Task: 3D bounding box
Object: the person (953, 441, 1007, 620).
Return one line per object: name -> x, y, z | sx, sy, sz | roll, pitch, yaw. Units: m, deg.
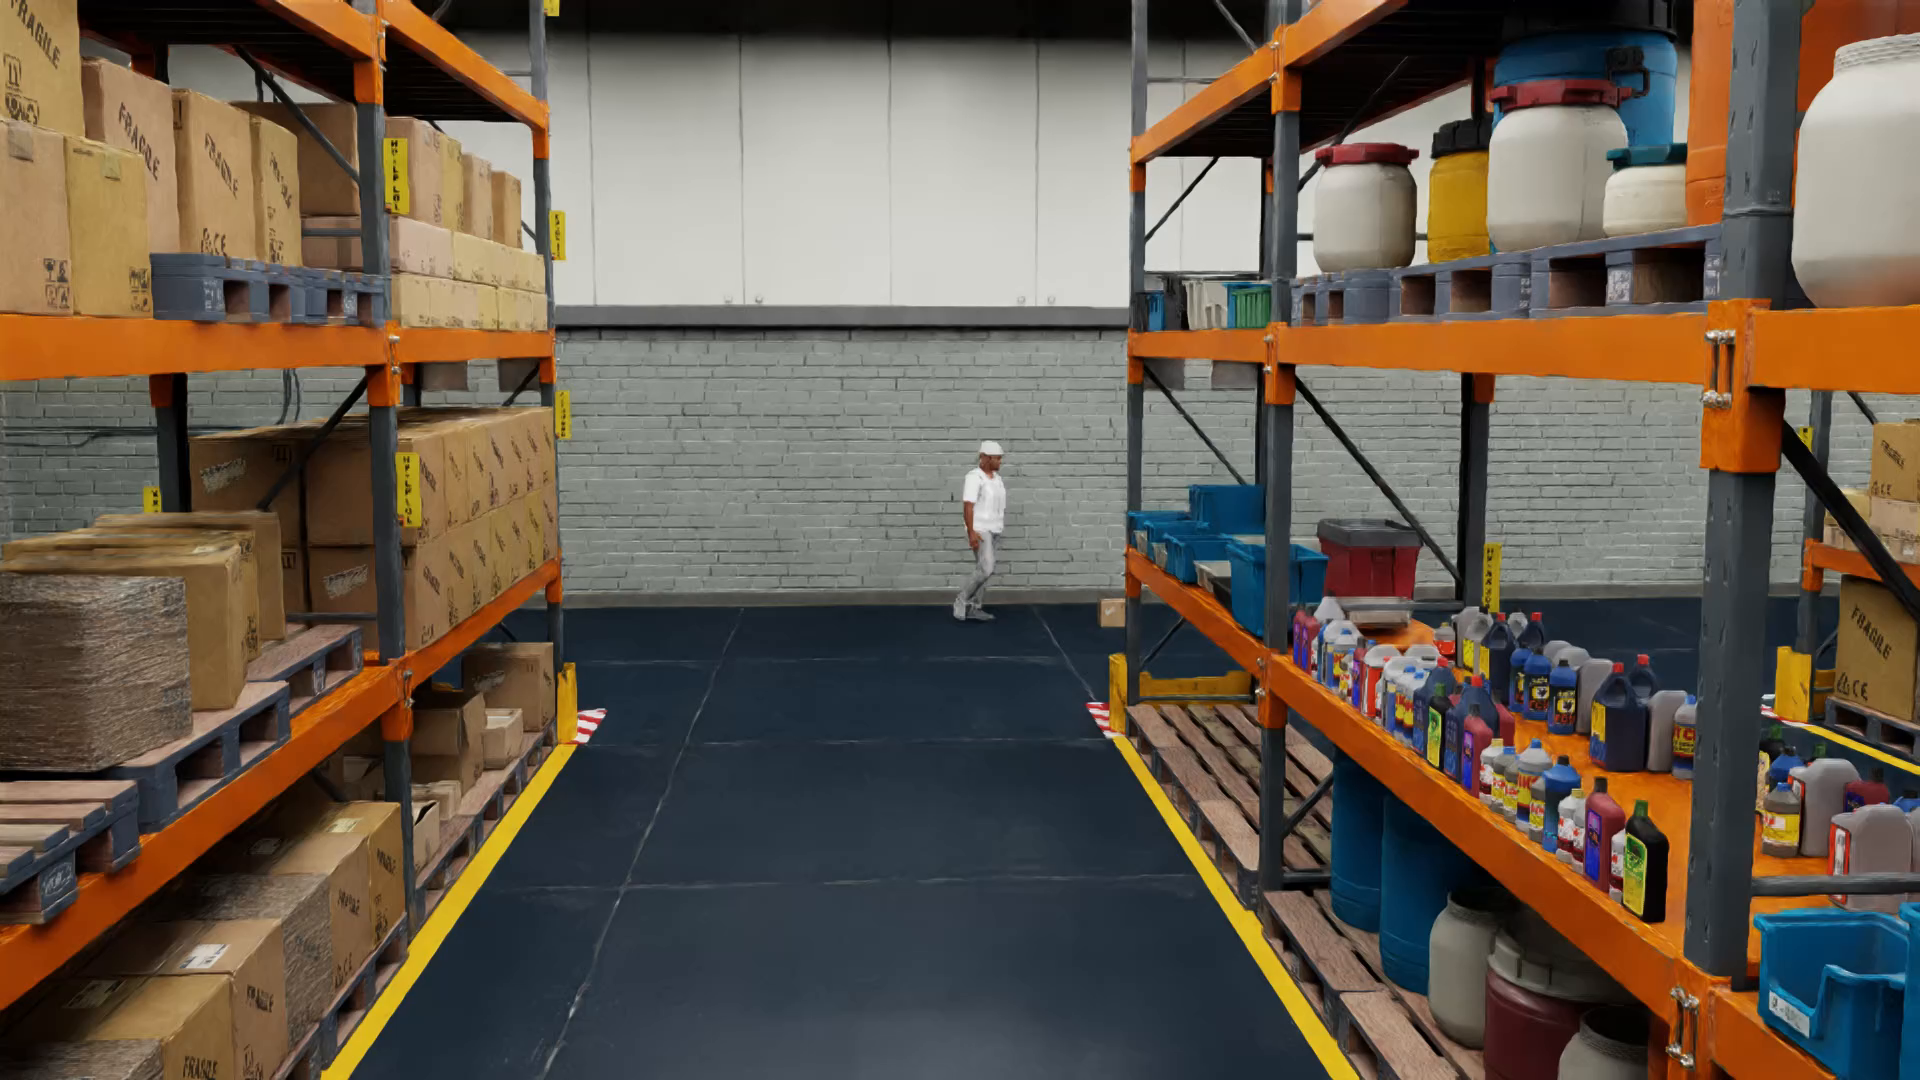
person -> 0.209, -0.086, 16.209 | 0.453, 1.754, 0.690 | 4, 8, 31
